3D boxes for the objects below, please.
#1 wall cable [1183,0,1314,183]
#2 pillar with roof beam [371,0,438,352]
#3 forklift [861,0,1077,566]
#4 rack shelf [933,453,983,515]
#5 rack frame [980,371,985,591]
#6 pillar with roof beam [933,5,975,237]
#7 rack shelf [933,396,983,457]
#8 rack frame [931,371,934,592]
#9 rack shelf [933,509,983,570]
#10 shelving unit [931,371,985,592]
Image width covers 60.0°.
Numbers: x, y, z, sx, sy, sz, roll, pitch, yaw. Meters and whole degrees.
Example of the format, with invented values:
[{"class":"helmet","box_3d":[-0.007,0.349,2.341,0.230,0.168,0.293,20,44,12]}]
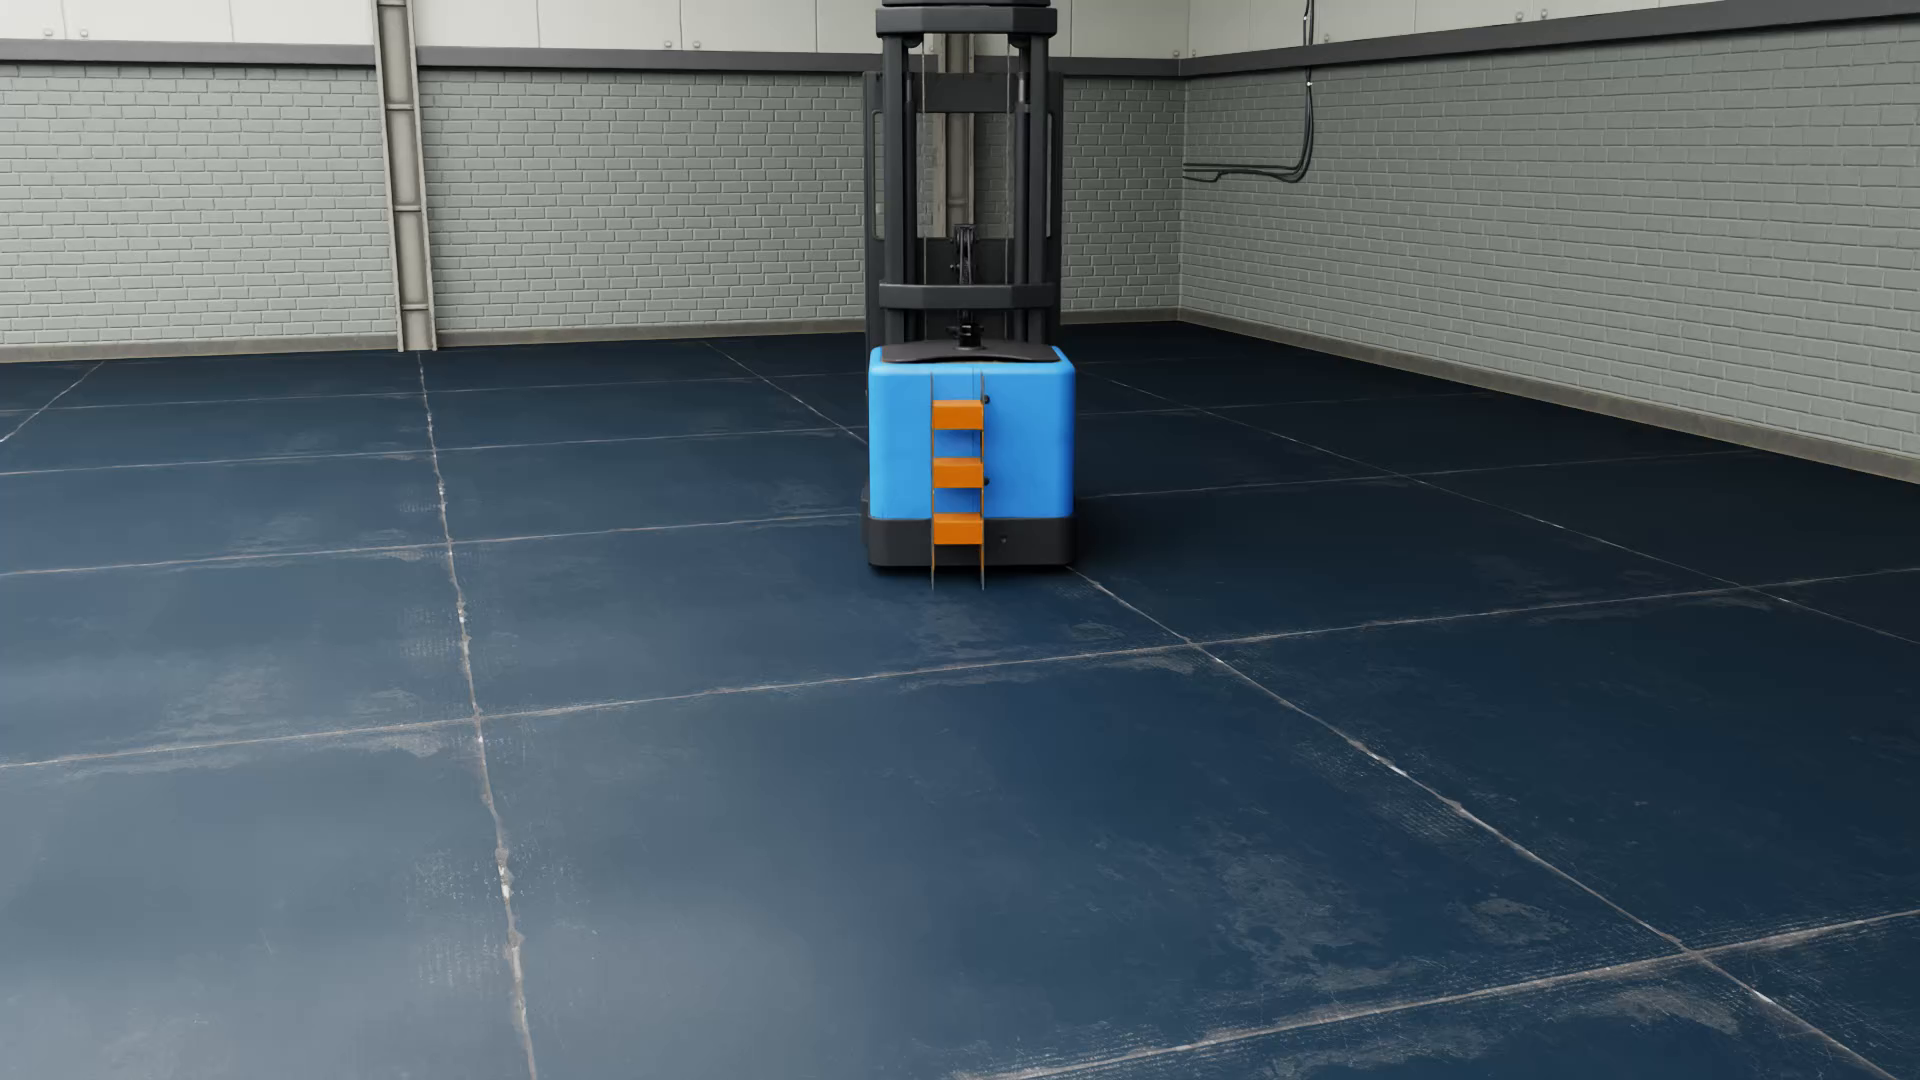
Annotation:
[{"class":"wall cable","box_3d":[3.140,-5.264,18.538,0.112,2.526,3.097,-4,14,-18]},{"class":"pillar with roof beam","box_3d":[-4.387,-5.460,12.652,0.400,9.000,9.100,-4,14,-18]},{"class":"forklift","box_3d":[0.005,-1.578,9.442,1.130,2.935,3.031,-1,13,-2]},{"class":"rack shelf","box_3d":[-0.013,-0.273,8.066,0.240,0.259,0.215,-1,13,-2]},{"class":"rack frame","box_3d":[0.109,-0.284,8.068,0.008,1.050,0.200,-1,13,-2]},{"class":"pillar with roof beam","box_3d":[1.300,-5.903,14.514,0.400,9.000,9.100,-4,14,-18]},{"class":"rack shelf","box_3d":[-0.013,-0.549,8.000,0.240,0.259,0.215,-1,13,-2]},{"class":"rack frame","box_3d":[-0.135,-0.282,8.059,0.008,1.050,0.200,-1,13,-2]},{"class":"rack shelf","box_3d":[-0.013,-0.002,8.131,0.240,0.259,0.215,-1,13,-2]},{"class":"shelving unit","box_3d":[-0.013,-0.283,8.064,0.252,1.050,0.215,-1,13,-2]}]
